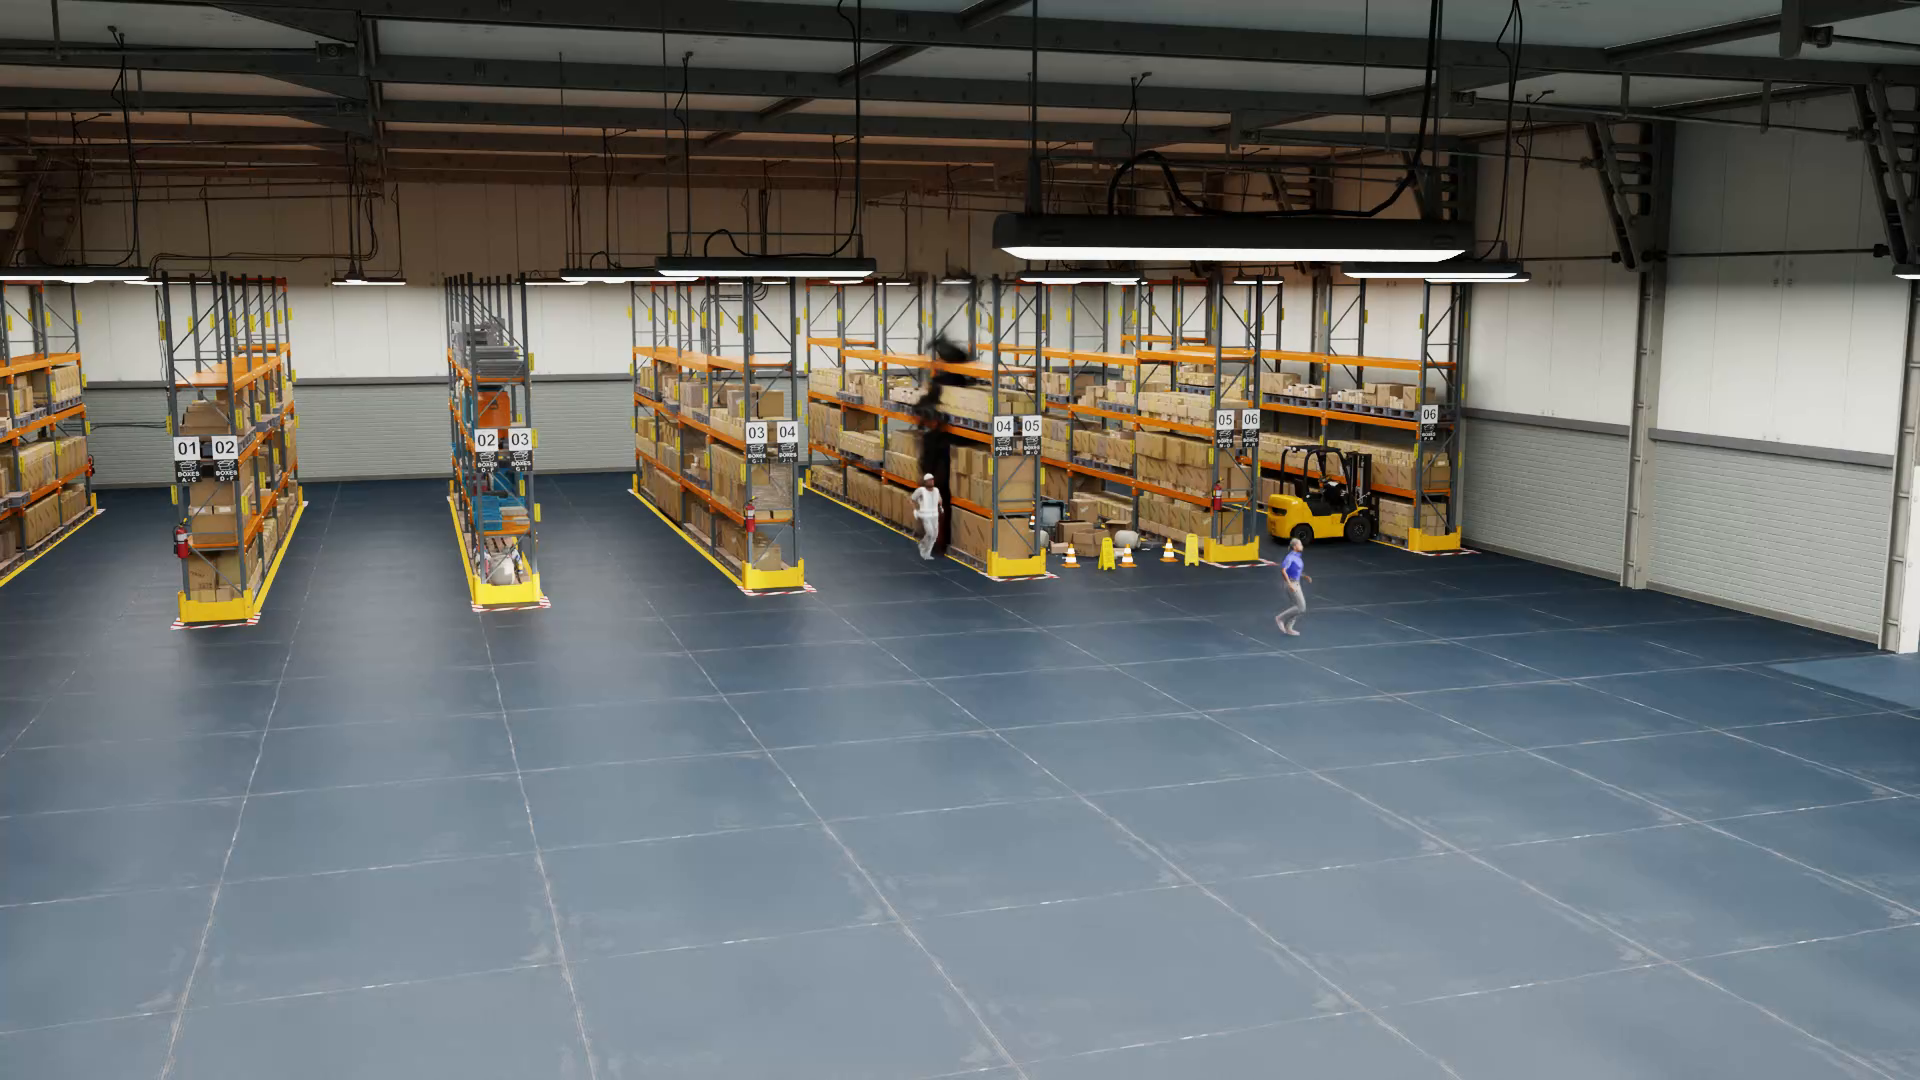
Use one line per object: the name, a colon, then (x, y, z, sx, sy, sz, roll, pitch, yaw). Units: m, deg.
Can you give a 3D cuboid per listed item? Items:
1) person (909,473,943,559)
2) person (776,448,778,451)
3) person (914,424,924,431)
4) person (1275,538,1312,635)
person: (-0.597, -0.457, 33.378, 0.680, 1.751, 0.580, -6, 10, -35)
person: (-5.638, -2.399, 47.988, 0.758, 1.772, 0.891, 2, 9, 11)
person: (-1.259, -2.783, 50.832, 0.937, 1.731, 0.667, -3, 9, -21)
person: (5.550, 0.774, 27.648, 0.552, 1.625, 0.591, 3, 9, 20)
